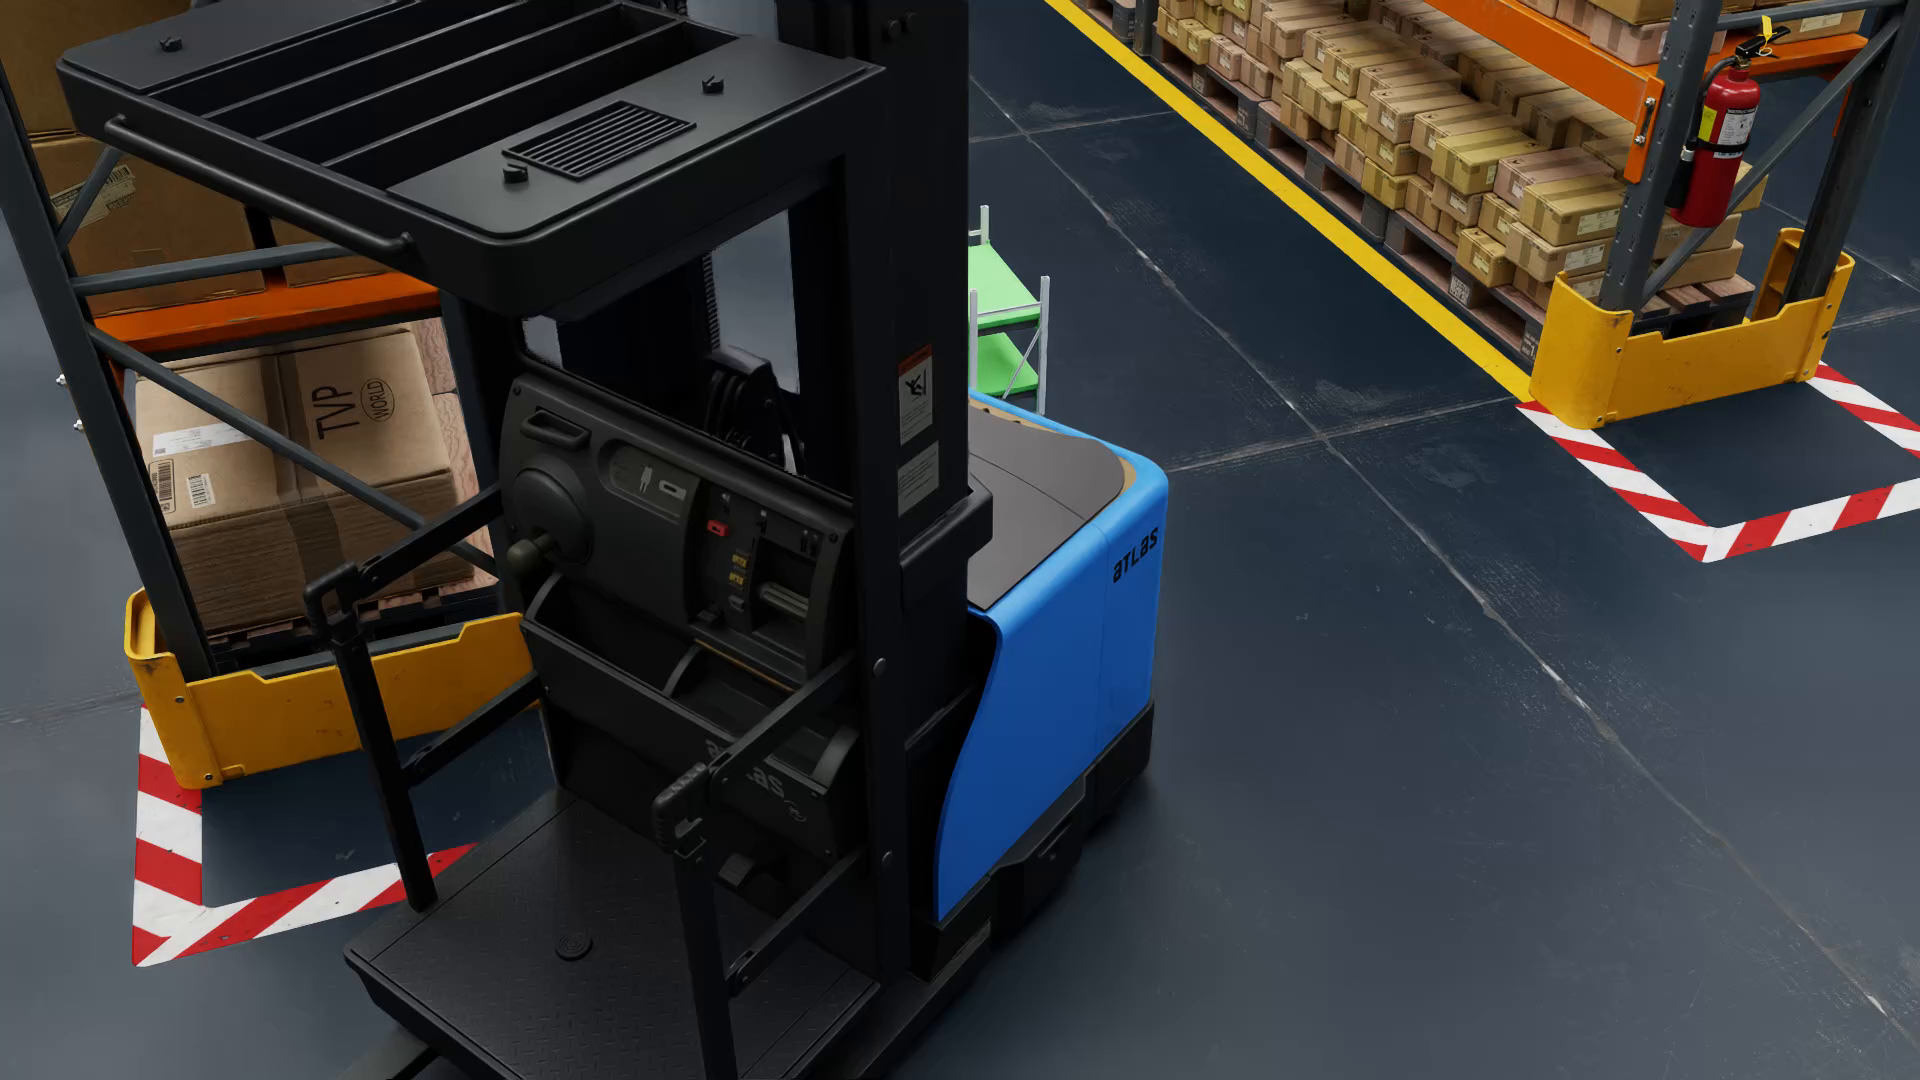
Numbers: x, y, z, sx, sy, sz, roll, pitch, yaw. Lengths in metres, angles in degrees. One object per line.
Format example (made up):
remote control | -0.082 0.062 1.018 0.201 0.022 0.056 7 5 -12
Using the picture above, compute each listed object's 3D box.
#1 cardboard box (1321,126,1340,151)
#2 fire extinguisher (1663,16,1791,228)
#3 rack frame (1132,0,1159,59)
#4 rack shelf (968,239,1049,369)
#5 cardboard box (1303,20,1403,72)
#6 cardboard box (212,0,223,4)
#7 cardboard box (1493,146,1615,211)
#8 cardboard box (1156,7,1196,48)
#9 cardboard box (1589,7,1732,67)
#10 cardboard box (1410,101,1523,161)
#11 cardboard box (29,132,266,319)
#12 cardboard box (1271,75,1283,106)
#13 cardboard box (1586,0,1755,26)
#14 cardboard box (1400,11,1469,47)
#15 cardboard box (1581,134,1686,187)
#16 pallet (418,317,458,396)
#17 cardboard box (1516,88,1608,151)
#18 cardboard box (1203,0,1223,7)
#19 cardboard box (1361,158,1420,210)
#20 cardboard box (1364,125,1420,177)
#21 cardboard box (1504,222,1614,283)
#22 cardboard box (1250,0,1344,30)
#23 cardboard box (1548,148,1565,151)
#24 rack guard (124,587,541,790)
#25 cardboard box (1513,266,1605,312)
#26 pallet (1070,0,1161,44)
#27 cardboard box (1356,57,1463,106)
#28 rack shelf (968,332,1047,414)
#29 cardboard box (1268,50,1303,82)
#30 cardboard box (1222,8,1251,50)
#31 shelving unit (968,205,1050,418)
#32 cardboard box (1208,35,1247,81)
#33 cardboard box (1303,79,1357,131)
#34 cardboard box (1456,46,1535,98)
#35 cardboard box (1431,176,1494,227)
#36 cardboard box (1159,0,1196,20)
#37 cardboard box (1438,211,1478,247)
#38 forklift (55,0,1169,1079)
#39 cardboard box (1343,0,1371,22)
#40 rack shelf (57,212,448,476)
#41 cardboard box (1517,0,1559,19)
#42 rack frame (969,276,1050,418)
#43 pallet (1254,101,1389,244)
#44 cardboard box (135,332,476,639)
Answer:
cardboard box | 1.938 -1.939 7.851 0.380 0.149 0.250 -11 38 -15
fire extinguisher | 2.497 -1.361 5.439 0.296 0.674 0.183 -12 39 -16
rack frame | 1.467 -4.039 8.619 1.000 3.000 0.127 -12 39 -16
rack shelf | 0.057 -0.718 5.015 0.258 0.148 0.480 -12 39 -16
cardboard box | 1.857 -2.327 7.873 0.380 0.149 0.250 -14 39 -18
cardboard box | -1.667 -1.467 4.290 0.500 0.500 0.500 -13 39 -17
cardboard box | 2.391 -1.446 6.703 0.380 0.149 0.250 -12 39 -15
cardboard box | 1.291 -2.796 8.989 0.380 0.149 0.250 -14 39 -18
cardboard box | 2.466 -1.805 5.861 0.380 0.149 0.250 -12 39 -16
cardboard box | 2.153 -1.726 7.074 0.380 0.149 0.250 -14 39 -18
cardboard box | -2.184 -0.955 4.441 0.500 0.500 0.500 -12 39 -16
cardboard box | 1.777 -2.238 8.248 0.380 0.149 0.250 -14 39 -18
cardboard box | 2.448 -2.139 5.766 0.500 0.500 0.500 -12 39 -15
cardboard box | 2.352 -2.437 8.018 0.380 0.149 0.250 -14 39 -18
cardboard box | 2.775 -1.543 6.831 0.380 0.149 0.250 -12 39 -15
pallet | -2.534 -0.707 6.513 1.003 0.211 1.213 -12 39 -16
cardboard box | 2.645 -1.835 7.219 0.380 0.149 0.250 -14 39 -18
cardboard box | 1.430 -2.900 8.633 0.380 0.149 0.250 -11 38 -14
cardboard box | 2.029 -1.622 7.430 0.380 0.149 0.250 -14 39 -18
cardboard box | 2.023 -1.749 7.352 0.380 0.149 0.250 -12 39 -15
cardboard box | 2.394 -1.166 6.578 0.380 0.149 0.250 -13 39 -17
cardboard box | 1.675 -2.625 8.268 0.380 0.149 0.250 -13 39 -17
cardboard box | 2.710 -1.730 7.327 0.380 0.149 0.250 -11 38 -15
rack guard | -1.761 0.315 4.917 1.175 0.500 0.348 -12 39 -16
cardboard box | 2.467 -1.062 6.688 0.380 0.149 0.250 -12 39 -15
pallet | 1.198 -3.365 10.041 1.003 0.211 1.213 -12 39 -16
cardboard box | 2.022 -2.038 7.488 0.380 0.149 0.250 -14 39 -17
rack shelf | 0.057 -0.526 5.159 0.258 0.148 0.480 -12 39 -16
cardboard box | 1.743 -2.348 8.147 0.380 0.149 0.250 -11 38 -14
cardboard box | 1.581 -2.661 8.563 0.380 0.149 0.250 -13 39 -16
shelving unit | 0.057 -0.386 5.265 0.258 1.200 0.503 -12 39 -16
cardboard box | 1.517 -2.516 8.617 0.380 0.149 0.250 -13 39 -16
cardboard box | 1.832 -2.048 7.749 0.380 0.149 0.250 -12 39 -15
cardboard box | 2.511 -2.152 7.639 0.380 0.149 0.250 -12 39 -15
cardboard box | 2.214 -1.459 6.967 0.380 0.149 0.250 -14 39 -18
cardboard box | 1.292 -2.916 8.901 0.380 0.149 0.250 -11 38 -14
cardboard box | 2.273 -1.354 7.075 0.380 0.149 0.250 -13 39 -16
forklift | -0.733 0.038 3.264 1.130 2.935 3.031 24 43 28
cardboard box | 2.068 -2.720 8.394 0.380 0.149 0.250 -11 38 -14
rack shelf | -2.457 -1.540 5.899 1.077 0.370 4.000 -12 39 -16
cardboard box | 2.315 -2.091 6.242 0.380 0.149 0.250 -13 39 -16
rack frame | 0.141 -0.248 5.082 0.240 1.200 0.015 -12 39 -16
pallet | 2.155 -1.863 8.047 1.003 0.211 1.213 -12 39 -16
cardboard box | -2.090 -0.194 5.295 0.875 0.438 0.875 -14 39 -17
